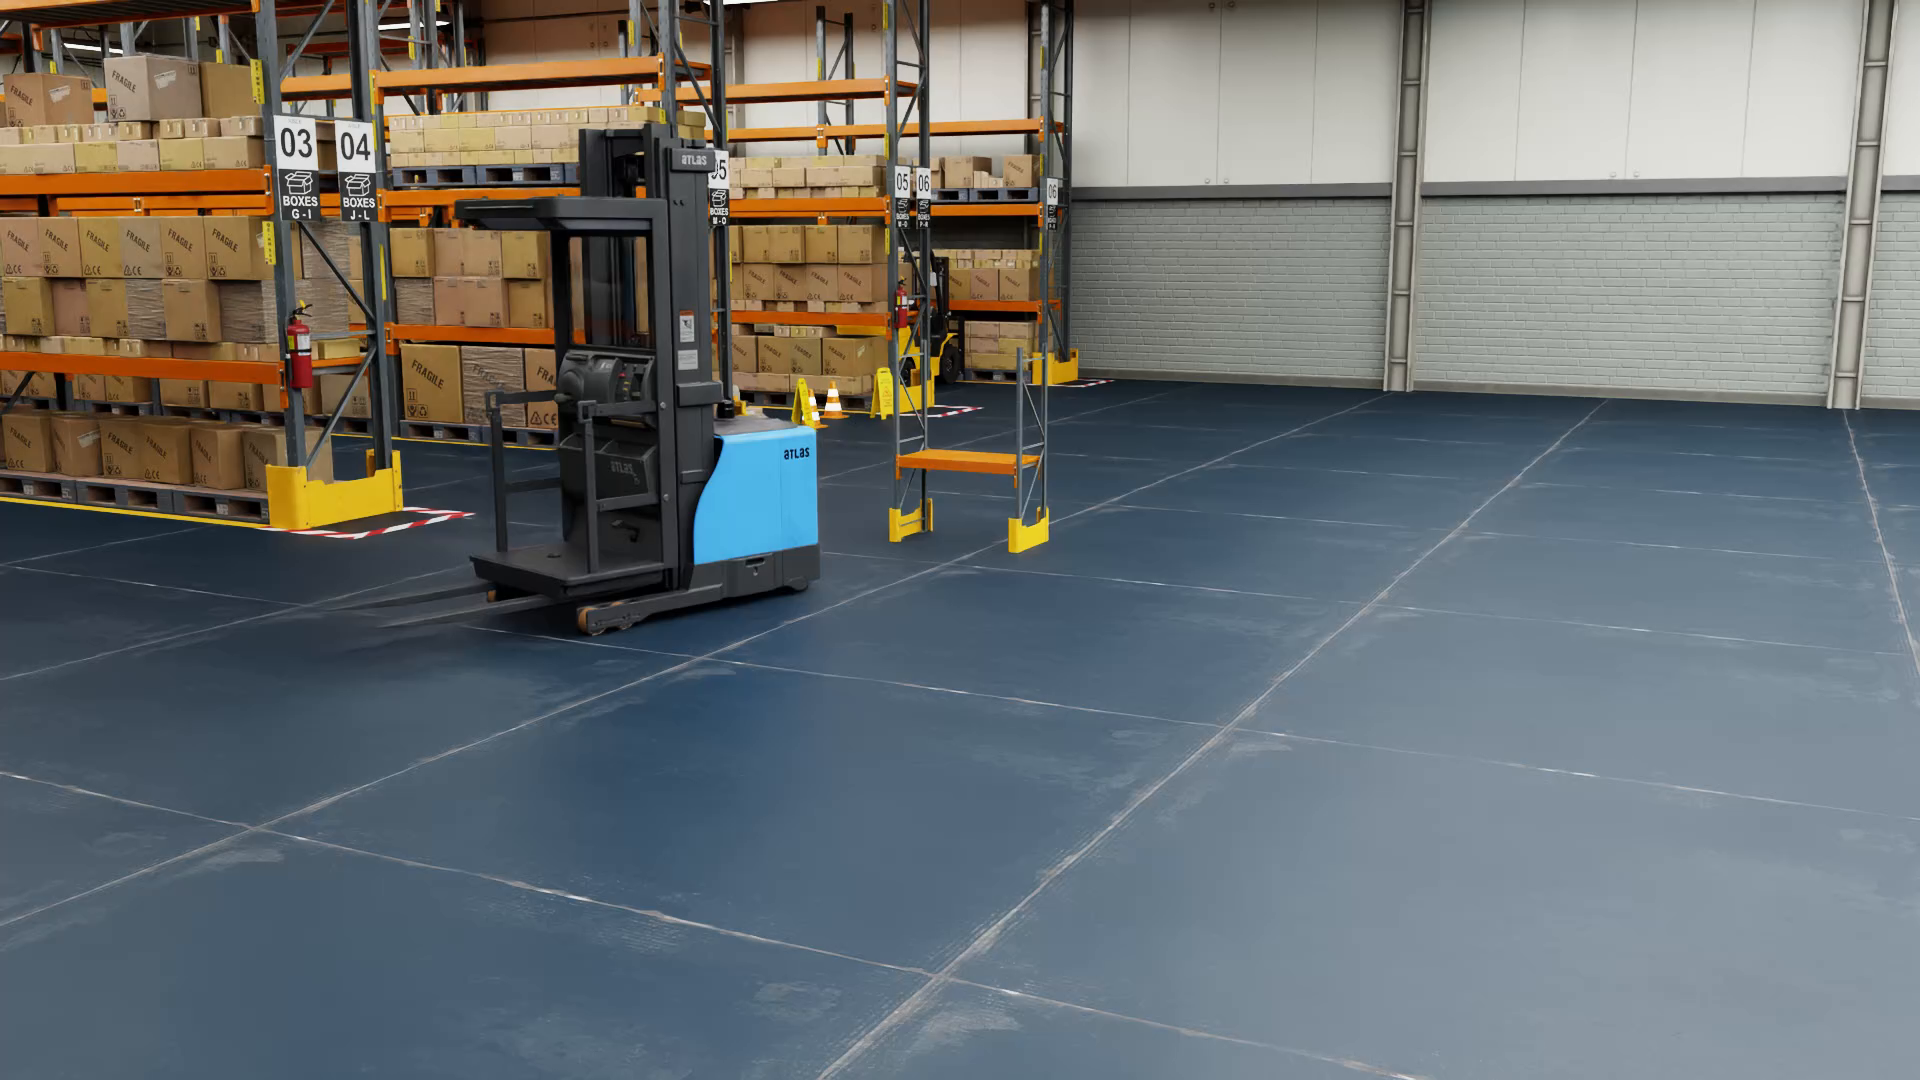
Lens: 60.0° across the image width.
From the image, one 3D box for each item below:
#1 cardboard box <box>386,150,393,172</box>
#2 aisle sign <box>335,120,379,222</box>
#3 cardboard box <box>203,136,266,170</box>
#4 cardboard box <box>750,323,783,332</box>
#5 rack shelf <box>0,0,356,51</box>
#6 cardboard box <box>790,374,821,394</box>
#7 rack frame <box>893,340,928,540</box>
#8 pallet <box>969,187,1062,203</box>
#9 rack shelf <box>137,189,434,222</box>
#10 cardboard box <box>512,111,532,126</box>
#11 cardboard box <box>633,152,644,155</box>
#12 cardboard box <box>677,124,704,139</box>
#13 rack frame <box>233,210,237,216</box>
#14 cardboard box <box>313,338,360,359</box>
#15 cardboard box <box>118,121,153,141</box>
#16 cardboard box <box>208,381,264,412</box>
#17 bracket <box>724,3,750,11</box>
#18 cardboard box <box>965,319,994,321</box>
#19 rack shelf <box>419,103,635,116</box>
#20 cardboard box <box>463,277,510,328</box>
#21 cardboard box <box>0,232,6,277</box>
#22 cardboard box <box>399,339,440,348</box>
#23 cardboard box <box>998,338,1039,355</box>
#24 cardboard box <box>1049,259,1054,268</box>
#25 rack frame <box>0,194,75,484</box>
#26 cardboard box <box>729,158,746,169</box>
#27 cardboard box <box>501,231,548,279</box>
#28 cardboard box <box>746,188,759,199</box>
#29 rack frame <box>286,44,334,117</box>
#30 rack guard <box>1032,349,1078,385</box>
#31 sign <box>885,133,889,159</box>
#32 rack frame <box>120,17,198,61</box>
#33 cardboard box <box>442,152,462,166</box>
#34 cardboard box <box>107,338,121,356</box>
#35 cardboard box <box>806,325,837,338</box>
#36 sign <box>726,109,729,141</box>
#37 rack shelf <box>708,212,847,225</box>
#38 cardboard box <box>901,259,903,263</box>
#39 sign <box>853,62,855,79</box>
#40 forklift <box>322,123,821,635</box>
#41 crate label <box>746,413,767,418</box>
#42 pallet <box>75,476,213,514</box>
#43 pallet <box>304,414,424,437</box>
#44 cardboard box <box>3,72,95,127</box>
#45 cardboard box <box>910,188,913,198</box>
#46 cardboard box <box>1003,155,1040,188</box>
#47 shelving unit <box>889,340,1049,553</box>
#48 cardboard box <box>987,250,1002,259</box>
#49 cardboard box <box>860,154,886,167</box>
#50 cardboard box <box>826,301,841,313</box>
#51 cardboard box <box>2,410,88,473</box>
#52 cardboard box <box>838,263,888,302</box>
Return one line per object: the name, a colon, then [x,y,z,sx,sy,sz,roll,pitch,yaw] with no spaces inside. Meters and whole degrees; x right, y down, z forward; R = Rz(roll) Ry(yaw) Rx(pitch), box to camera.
cardboard box: [-6.794,-4.504,19.688,0.396,0.266,0.258,5,11,25]
aisle sign: [-4.873,-2.974,13.438,0.004,0.787,0.394,5,11,26]
cardboard box: [-5.606,-3.051,13.164,0.500,0.250,0.500,5,12,27]
cardboard box: [-3.236,-3.482,29.036,0.625,0.625,0.875,5,11,25]
rack shelf: [-6.855,-4.405,13.833,4.000,0.370,1.077,5,11,26]
cardboard box: [-1.982,-2.151,22.732,0.500,0.250,0.500,5,11,26]
rack frame: [-0.379,-0.771,12.781,0.032,1.500,0.500,5,11,26]
pallet: [0.894,-5.520,26.630,1.213,0.211,1.003,5,11,26]
rack shelf: [-8.157,-4.030,20.174,4.000,0.370,1.077,5,11,26]
cardboard box: [-4.596,-4.529,17.914,0.250,0.149,0.380,5,11,26]
cardboard box: [-3.224,-4.016,17.319,0.250,0.149,0.380,5,11,26]
cardboard box: [-3.095,-4.319,17.875,0.500,0.250,0.500,5,11,26]
rack frame: [-11.438,-4.180,27.402,0.127,3.000,1.000,5,11,26]
cardboard box: [-5.212,-1.588,13.789,0.250,0.149,0.380,5,11,26]
cardboard box: [-6.612,-3.326,13.561,0.250,0.149,0.380,4,11,23]
cardboard box: [-8.659,-2.035,20.689,0.750,0.750,1.050,5,11,27]
bracket: [-3.875,-9.333,28.921,0.430,0.232,0.235,5,11,26]
cardboard box: [0.276,-3.521,27.495,0.500,0.250,0.500,5,11,25]
rack shelf: [-6.057,-6.108,24.355,4.000,0.370,1.077,5,11,26]
cardboard box: [-5.092,-2.696,18.785,0.550,0.550,0.875,5,11,26]
cardboard box: [-8.357,-2.578,14.629,0.500,0.500,0.500,5,11,26]
cardboard box: [-8.433,-3.093,26.186,0.875,0.875,0.875,5,11,25]
cardboard box: [0.942,-3.115,26.658,0.500,0.250,0.500,5,11,25]
cardboard box: [1.327,-4.464,26.869,0.250,0.149,0.380,5,11,24]
rack frame: [-8.649,-1.967,15.174,0.127,3.000,1.000,5,11,26]
cardboard box: [-2.933,-5.123,22.659,0.250,0.149,0.380,5,11,25]
cardboard box: [-4.601,-3.192,18.489,0.500,0.550,0.875,5,11,26]
cardboard box: [-2.708,-4.716,22.648,0.250,0.149,0.380,5,11,26]
rack frame: [-12.832,-8.240,32.991,0.127,3.000,1.000,5,11,26]
rack guard: [1.538,-2.795,26.771,0.348,0.500,1.175,5,11,26]
sign: [-0.940,-5.059,21.350,0.005,0.325,0.100,5,11,26]
rack frame: [-9.950,-6.018,20.714,0.127,3.000,1.000,5,11,26]
cardboard box: [-5.506,-4.216,18.427,0.250,0.149,0.380,5,11,25]
cardboard box: [-6.993,-1.649,14.127,0.250,0.149,0.380,5,11,26]
cardboard box: [-1.869,-2.816,22.479,0.250,0.149,0.380,5,12,27]
sign: [-2.525,-4.469,17.900,0.005,0.325,0.100,5,11,26]
rack shelf: [-3.864,-5.622,28.968,4.000,0.370,1.077,5,11,26]
cardboard box: [-0.766,-4.538,27.280,0.250,0.149,0.380,5,11,24]
sign: [-1.803,-7.919,28.148,0.005,0.325,0.100,5,11,26]
forklift: [-2.301,-0.991,9.976,1.130,2.935,3.031,10,14,43]
crate label: [-2.552,-1.501,20.641,0.298,0.136,0.250,-1,10,-4]
pallet: [-6.933,-0.451,14.631,1.213,0.211,1.003,5,11,26]
pallet: [-7.089,-1.427,20.024,1.213,0.211,1.003,5,11,26]
cardboard box: [-8.132,-3.889,14.856,0.500,0.500,0.500,5,11,24]
cardboard box: [-0.830,-4.664,22.363,0.250,0.149,0.380,5,11,26]
cardboard box: [1.012,-5.804,26.214,0.500,0.500,0.500,5,12,28]
shelving unit: [0.068,-0.732,12.563,1.083,1.500,0.587,5,11,26]
cardboard box: [0.620,-4.567,26.606,0.250,0.149,0.380,5,12,27]
cardboard box: [-1.110,-4.958,21.748,0.250,0.149,0.380,5,11,26]
cardboard box: [-1.603,-3.132,22.316,0.250,0.149,0.380,5,11,25]
cardboard box: [-8.308,-0.905,15.149,0.500,0.500,0.500,5,11,24]
cardboard box: [-1.285,-3.428,22.135,0.500,0.500,0.500,5,11,25]
